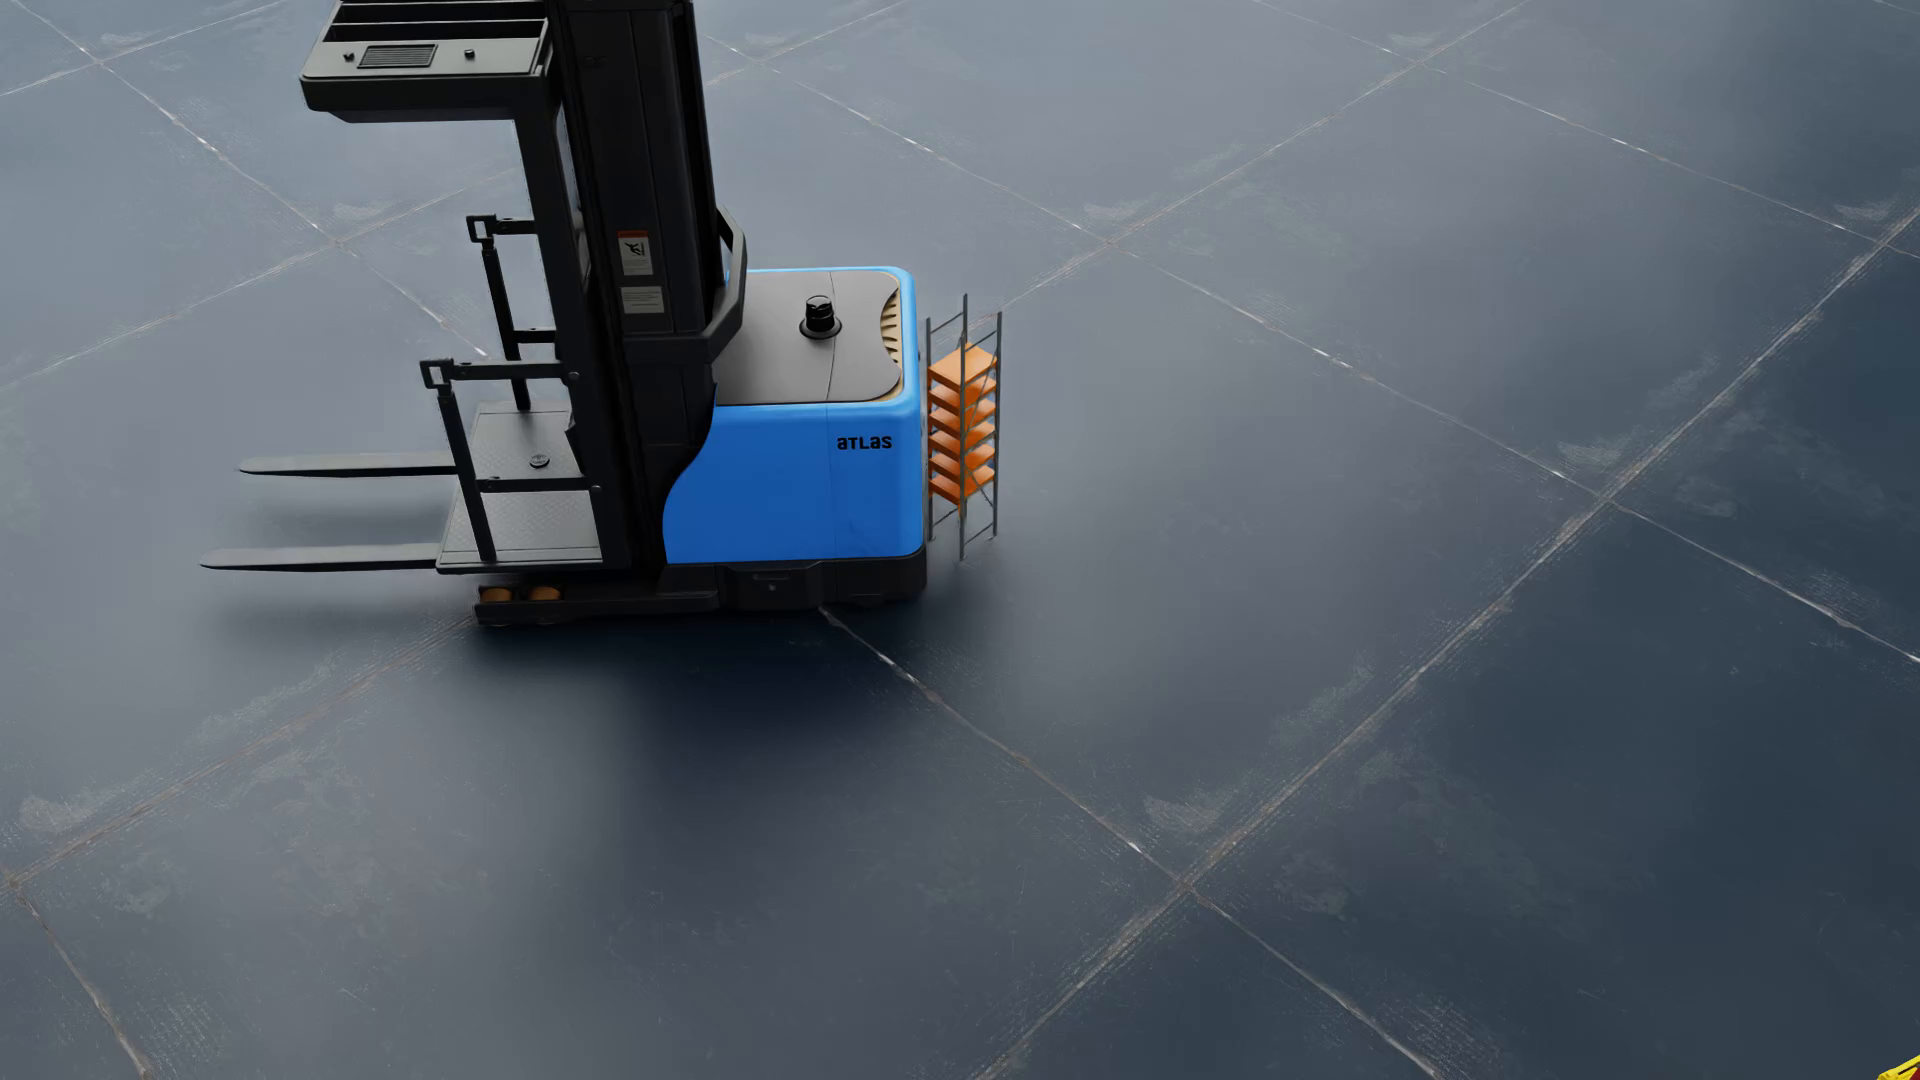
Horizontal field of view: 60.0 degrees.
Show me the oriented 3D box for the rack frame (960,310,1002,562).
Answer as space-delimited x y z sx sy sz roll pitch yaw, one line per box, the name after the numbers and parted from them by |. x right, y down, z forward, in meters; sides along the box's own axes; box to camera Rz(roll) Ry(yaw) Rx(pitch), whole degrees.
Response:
0.083 -0.407 6.923 0.006 1.200 0.240 31 51 29 | rack frame

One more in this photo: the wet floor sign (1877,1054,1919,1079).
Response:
2.751 1.733 5.016 0.267 0.644 0.232 -18 46 -18 | wet floor sign

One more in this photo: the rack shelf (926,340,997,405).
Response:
0.016 -0.681 6.754 0.180 0.103 0.258 31 51 29 | rack shelf

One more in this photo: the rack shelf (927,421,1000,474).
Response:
0.014 -0.416 6.998 0.180 0.103 0.258 31 51 29 | rack shelf

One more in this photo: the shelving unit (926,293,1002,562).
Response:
0.015 -0.448 6.968 0.189 1.200 0.258 31 51 29 | shelving unit

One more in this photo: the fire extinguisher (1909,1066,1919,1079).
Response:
2.373 1.225 3.888 0.296 0.674 0.183 -34 53 -31 | fire extinguisher

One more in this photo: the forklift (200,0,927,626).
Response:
-1.673 -1.083 6.380 3.031 2.935 1.130 -2 43 -2 | forklift

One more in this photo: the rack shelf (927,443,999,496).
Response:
0.014 -0.327 7.079 0.180 0.103 0.258 31 51 29 | rack shelf

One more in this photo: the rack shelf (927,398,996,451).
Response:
0.015 -0.504 6.916 0.180 0.103 0.258 31 51 29 | rack shelf

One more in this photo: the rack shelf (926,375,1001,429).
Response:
0.015 -0.592 6.835 0.180 0.103 0.258 31 51 29 | rack shelf

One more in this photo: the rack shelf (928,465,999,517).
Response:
0.014 -0.239 7.160 0.180 0.103 0.258 31 51 29 | rack shelf

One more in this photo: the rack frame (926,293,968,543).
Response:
-0.053 -0.490 7.012 0.006 1.200 0.240 31 51 29 | rack frame
